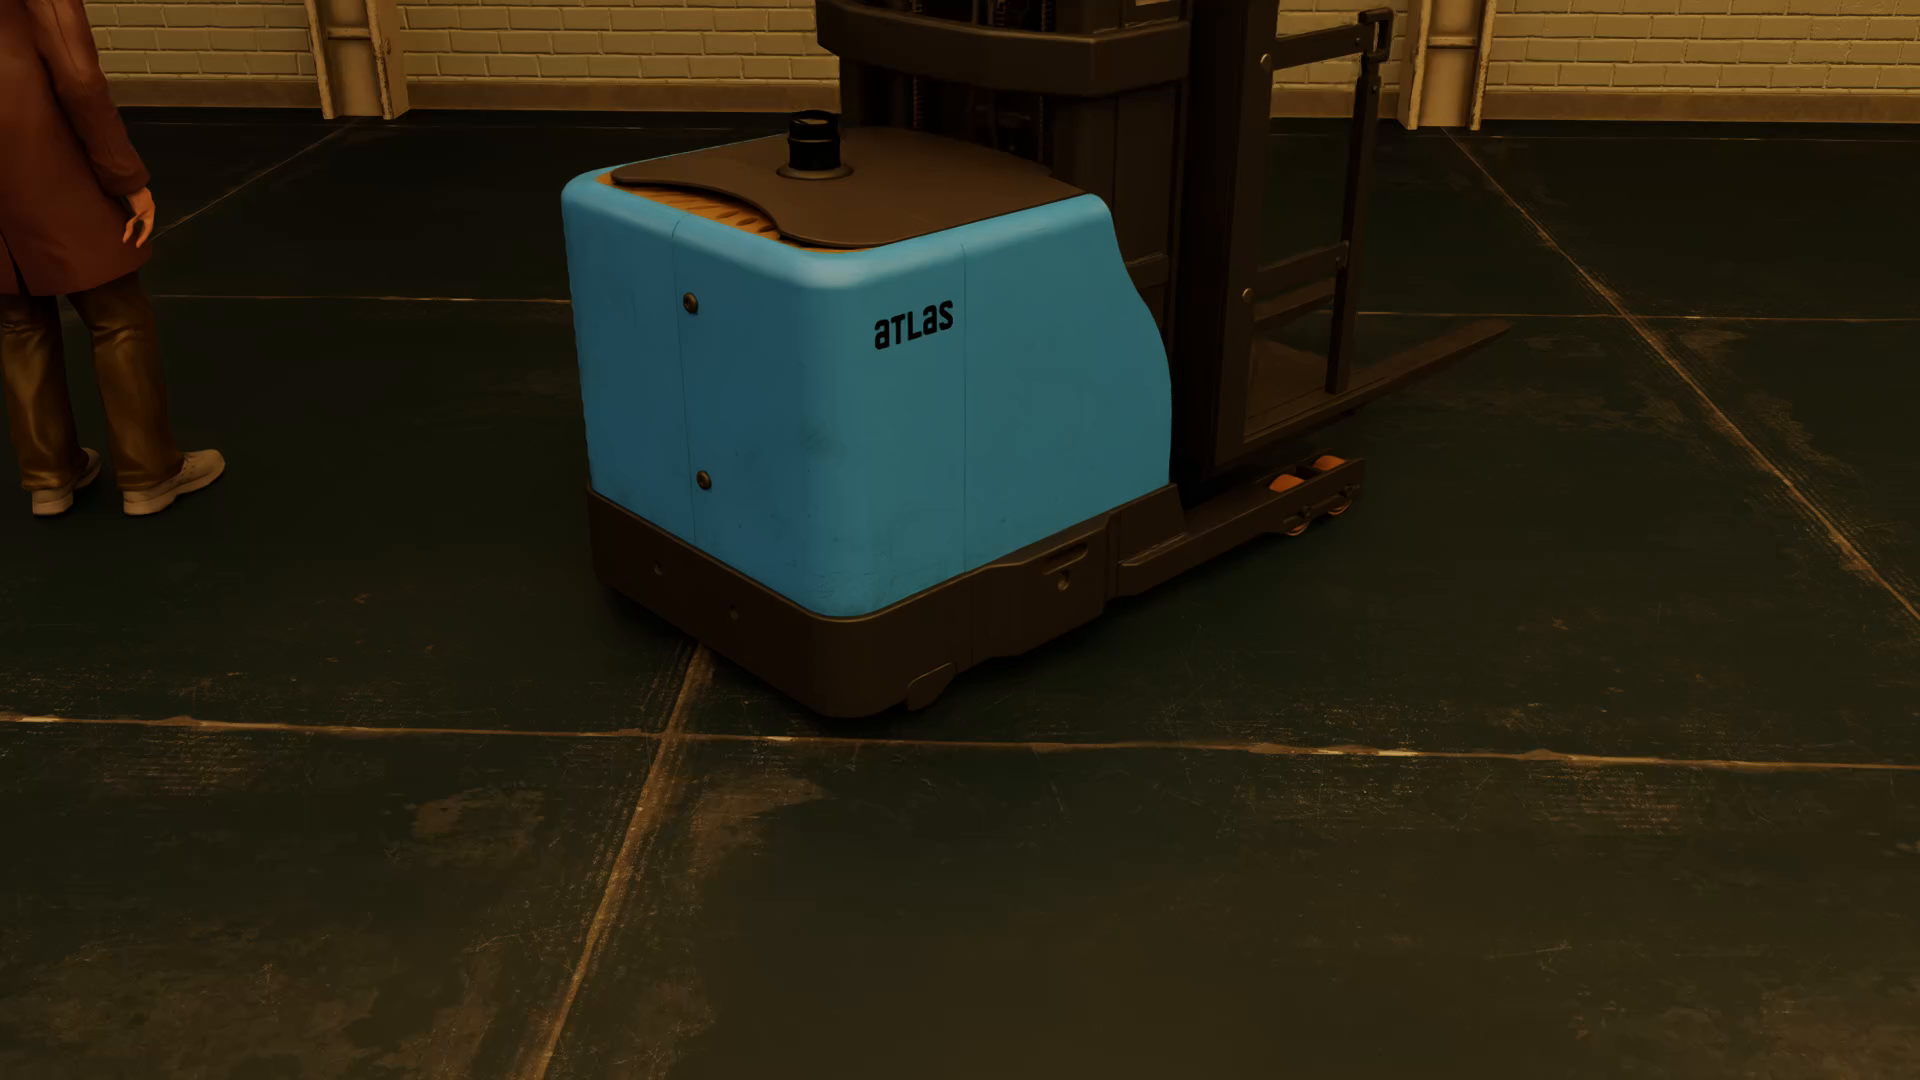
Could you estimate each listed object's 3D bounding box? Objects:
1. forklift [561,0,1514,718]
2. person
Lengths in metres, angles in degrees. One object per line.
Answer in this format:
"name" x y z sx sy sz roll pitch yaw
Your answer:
"forklift" 0.493 -1.474 4.197 3.031 2.935 1.130 -23 34 -38
"person" -2.449 -0.922 4.388 0.659 1.772 0.438 2 26 4
